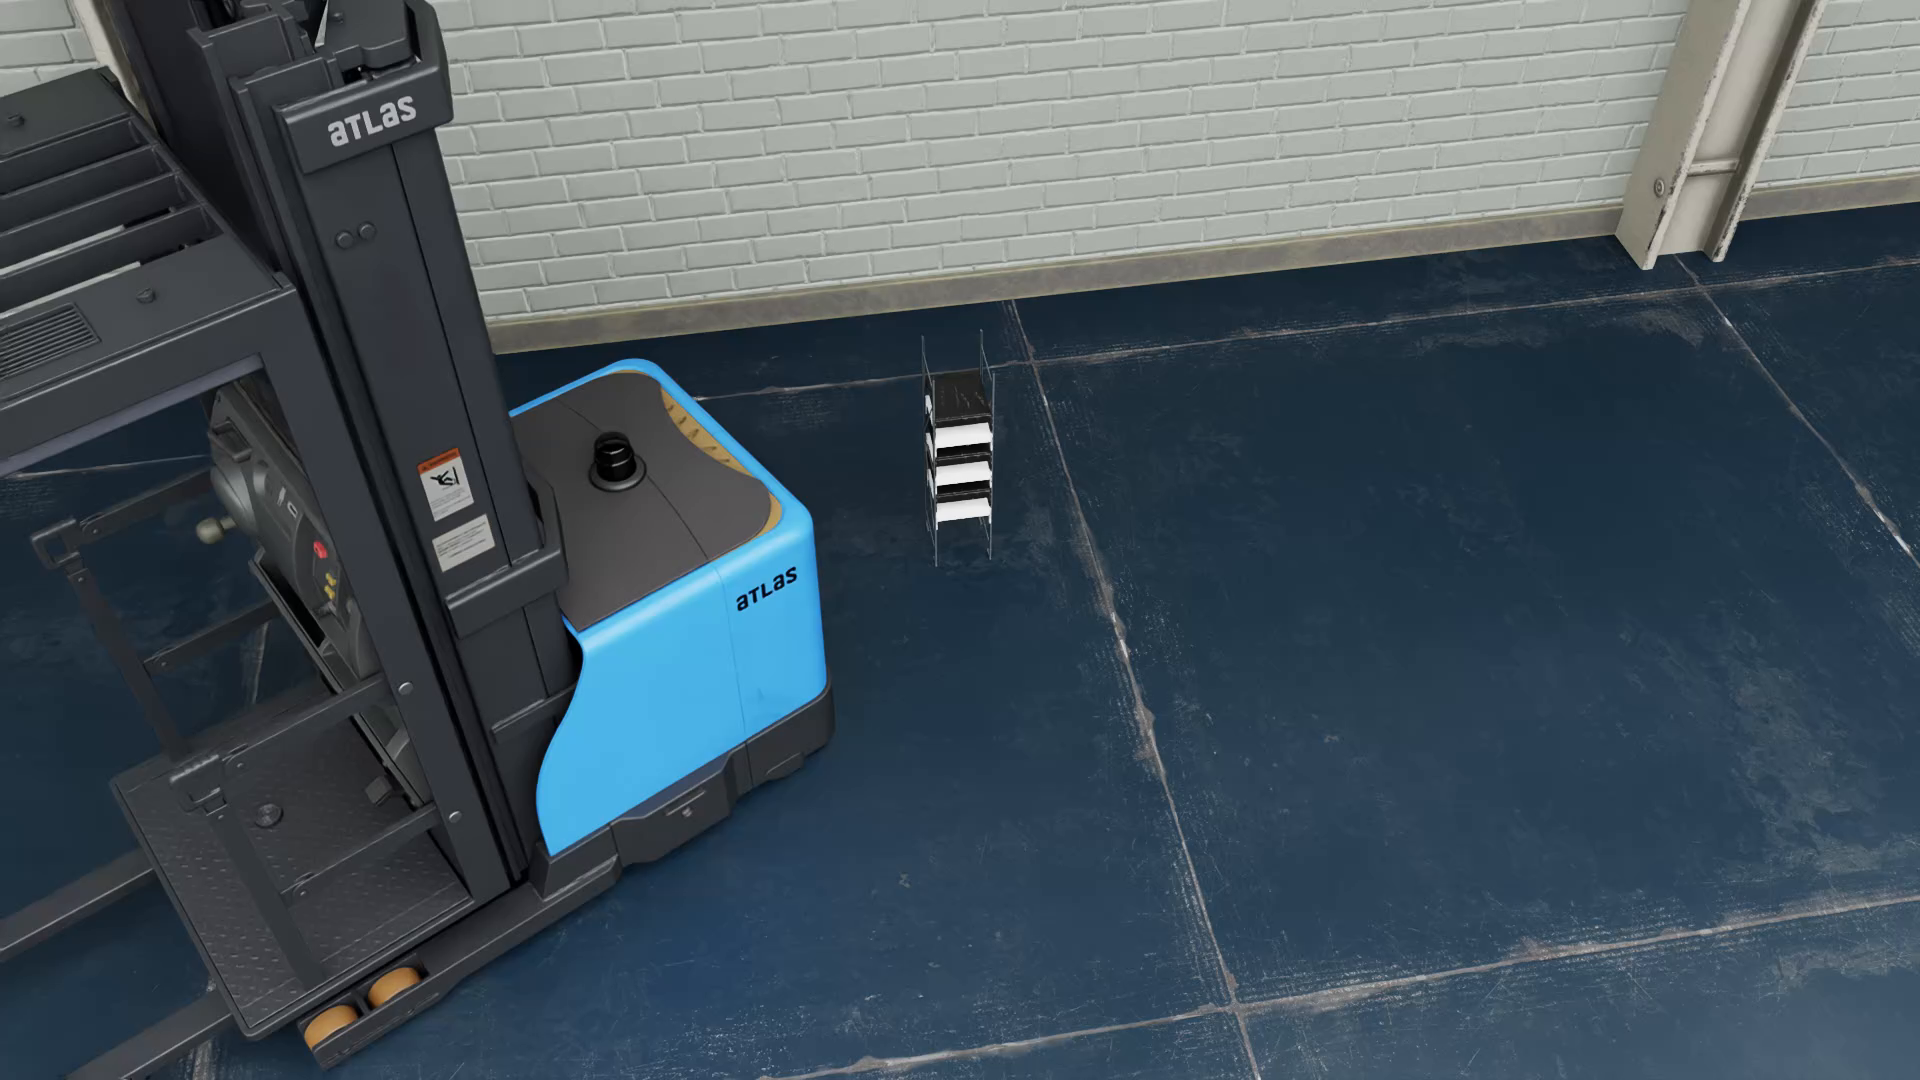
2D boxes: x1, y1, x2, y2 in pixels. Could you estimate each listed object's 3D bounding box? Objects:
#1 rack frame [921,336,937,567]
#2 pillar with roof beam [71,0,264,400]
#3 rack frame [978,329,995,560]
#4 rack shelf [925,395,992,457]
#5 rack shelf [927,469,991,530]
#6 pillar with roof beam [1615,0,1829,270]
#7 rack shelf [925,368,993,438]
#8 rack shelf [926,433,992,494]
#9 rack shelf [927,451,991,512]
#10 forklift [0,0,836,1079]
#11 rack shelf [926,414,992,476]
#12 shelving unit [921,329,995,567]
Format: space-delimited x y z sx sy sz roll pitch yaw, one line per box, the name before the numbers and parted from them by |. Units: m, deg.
rack frame | -0.108 -0.299 5.913 0.006 0.900 0.240 -7 46 -7
pillar with roof beam | -1.971 -0.668 0.645 0.400 9.000 9.100 -7 46 -7
rack frame | 0.092 -0.324 5.937 0.006 0.900 0.240 -7 46 -7
rack shelf | -0.008 -0.413 5.819 0.200 0.077 0.258 -7 46 -7
rack shelf | -0.008 -0.163 6.079 0.200 0.077 0.258 -7 46 -7
pillar with roof beam | 3.941 -1.405 1.355 0.400 9.000 9.100 -7 46 -7
rack shelf | -0.008 -0.475 5.755 0.200 0.077 0.258 -7 46 -7
rack shelf | -0.008 -0.288 5.949 0.200 0.077 0.258 -7 46 -7
rack shelf | -0.008 -0.226 6.014 0.200 0.077 0.258 -7 46 -7
forklift | -1.882 0.052 4.165 3.031 2.935 1.130 -30 53 -26
rack shelf | -0.008 -0.351 5.884 0.200 0.077 0.258 -7 46 -7
shelving unit | -0.008 -0.311 5.925 0.210 0.900 0.258 -7 46 -7
